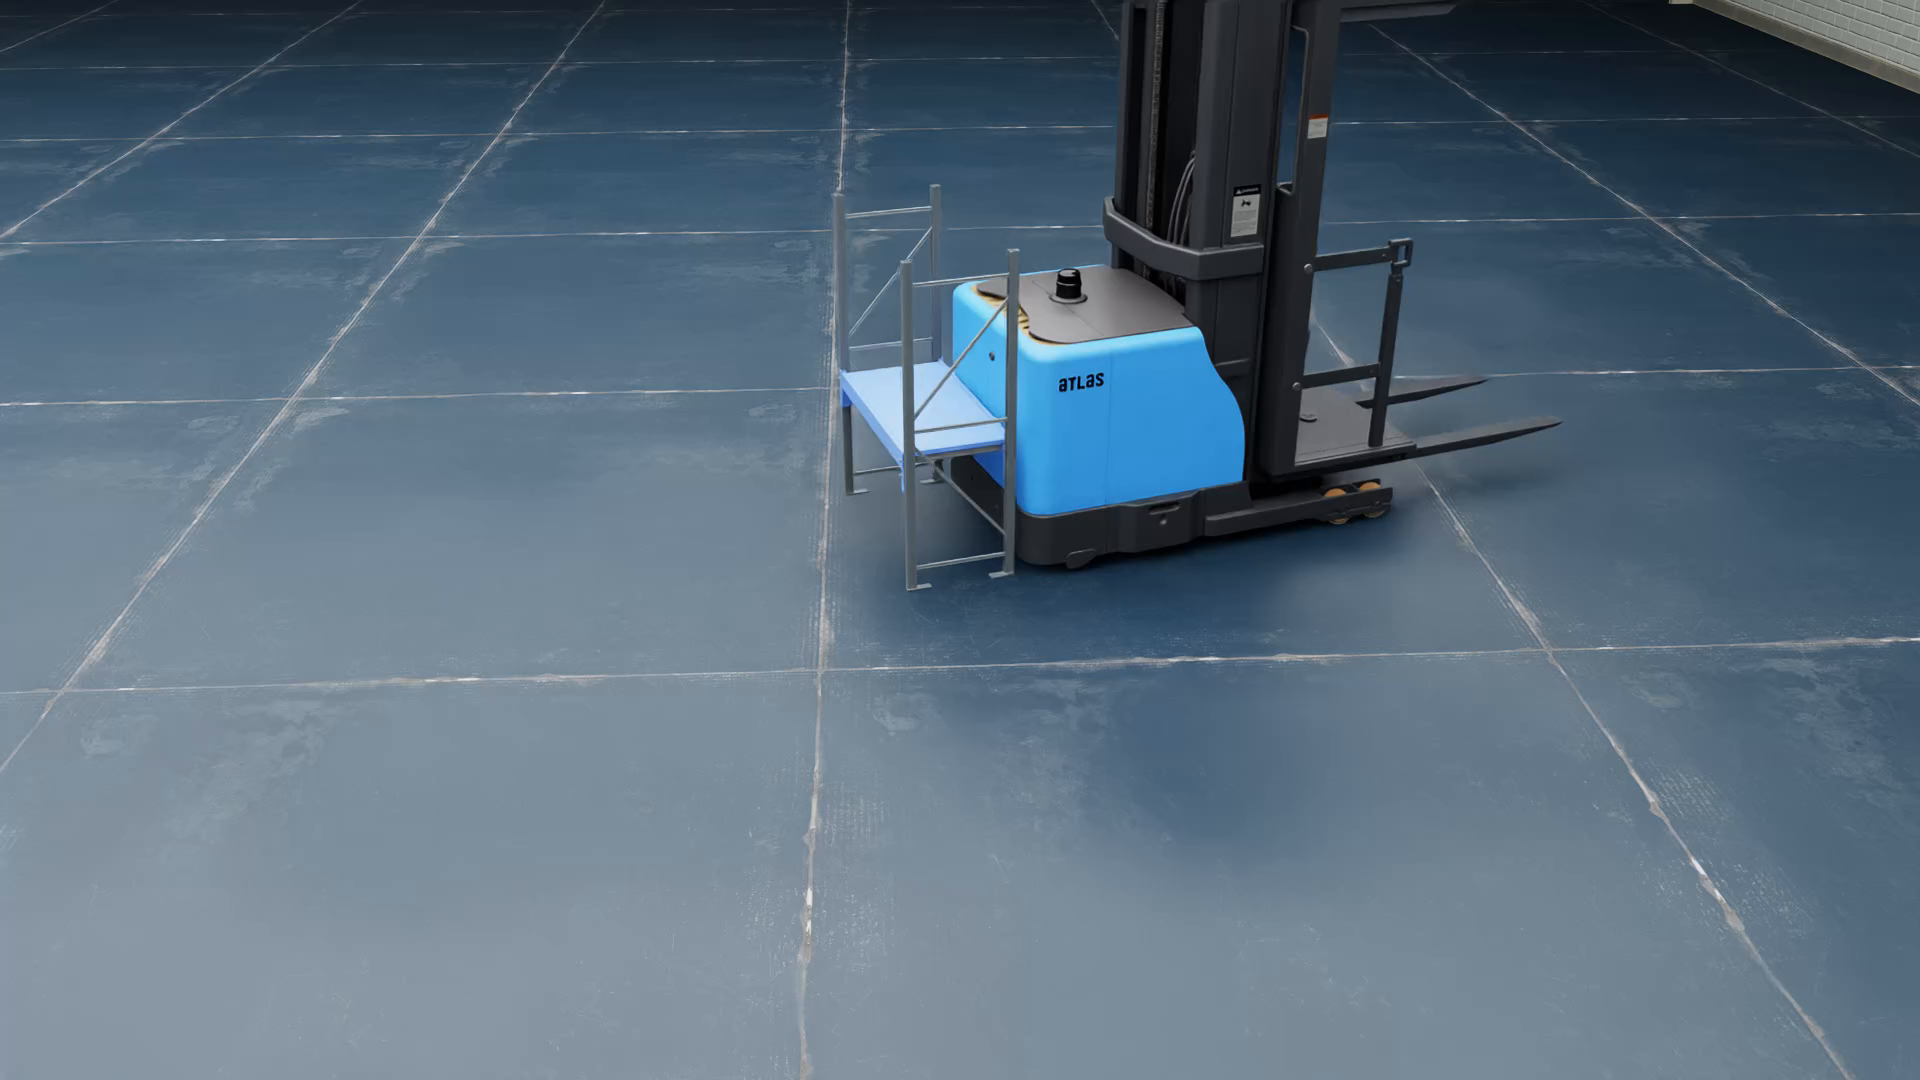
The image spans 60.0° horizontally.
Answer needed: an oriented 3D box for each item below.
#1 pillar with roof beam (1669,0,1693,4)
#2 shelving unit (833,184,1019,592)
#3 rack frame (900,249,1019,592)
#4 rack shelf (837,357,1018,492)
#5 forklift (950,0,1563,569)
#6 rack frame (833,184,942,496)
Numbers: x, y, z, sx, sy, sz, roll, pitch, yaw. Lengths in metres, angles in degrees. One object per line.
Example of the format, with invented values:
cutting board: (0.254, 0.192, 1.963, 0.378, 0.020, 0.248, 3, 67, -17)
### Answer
pillar with roof beam: (4.520, -10.532, 18.211, 9.100, 9.000, 0.400, -1, 28, -3)
shelving unit: (-0.165, -0.703, 7.476, 0.538, 1.500, 1.048, -9, 29, -17)
rack frame: (0.001, -0.481, 7.050, 0.500, 1.500, 0.032, -9, 29, -17)
rack shelf: (-0.165, -0.544, 7.559, 0.538, 0.185, 1.000, -9, 29, -17)
forklift: (1.523, -1.589, 7.628, 3.031, 2.935, 1.130, -10, 29, -19)
rack frame: (-0.330, -0.925, 7.902, 0.500, 1.500, 0.032, -9, 29, -17)
